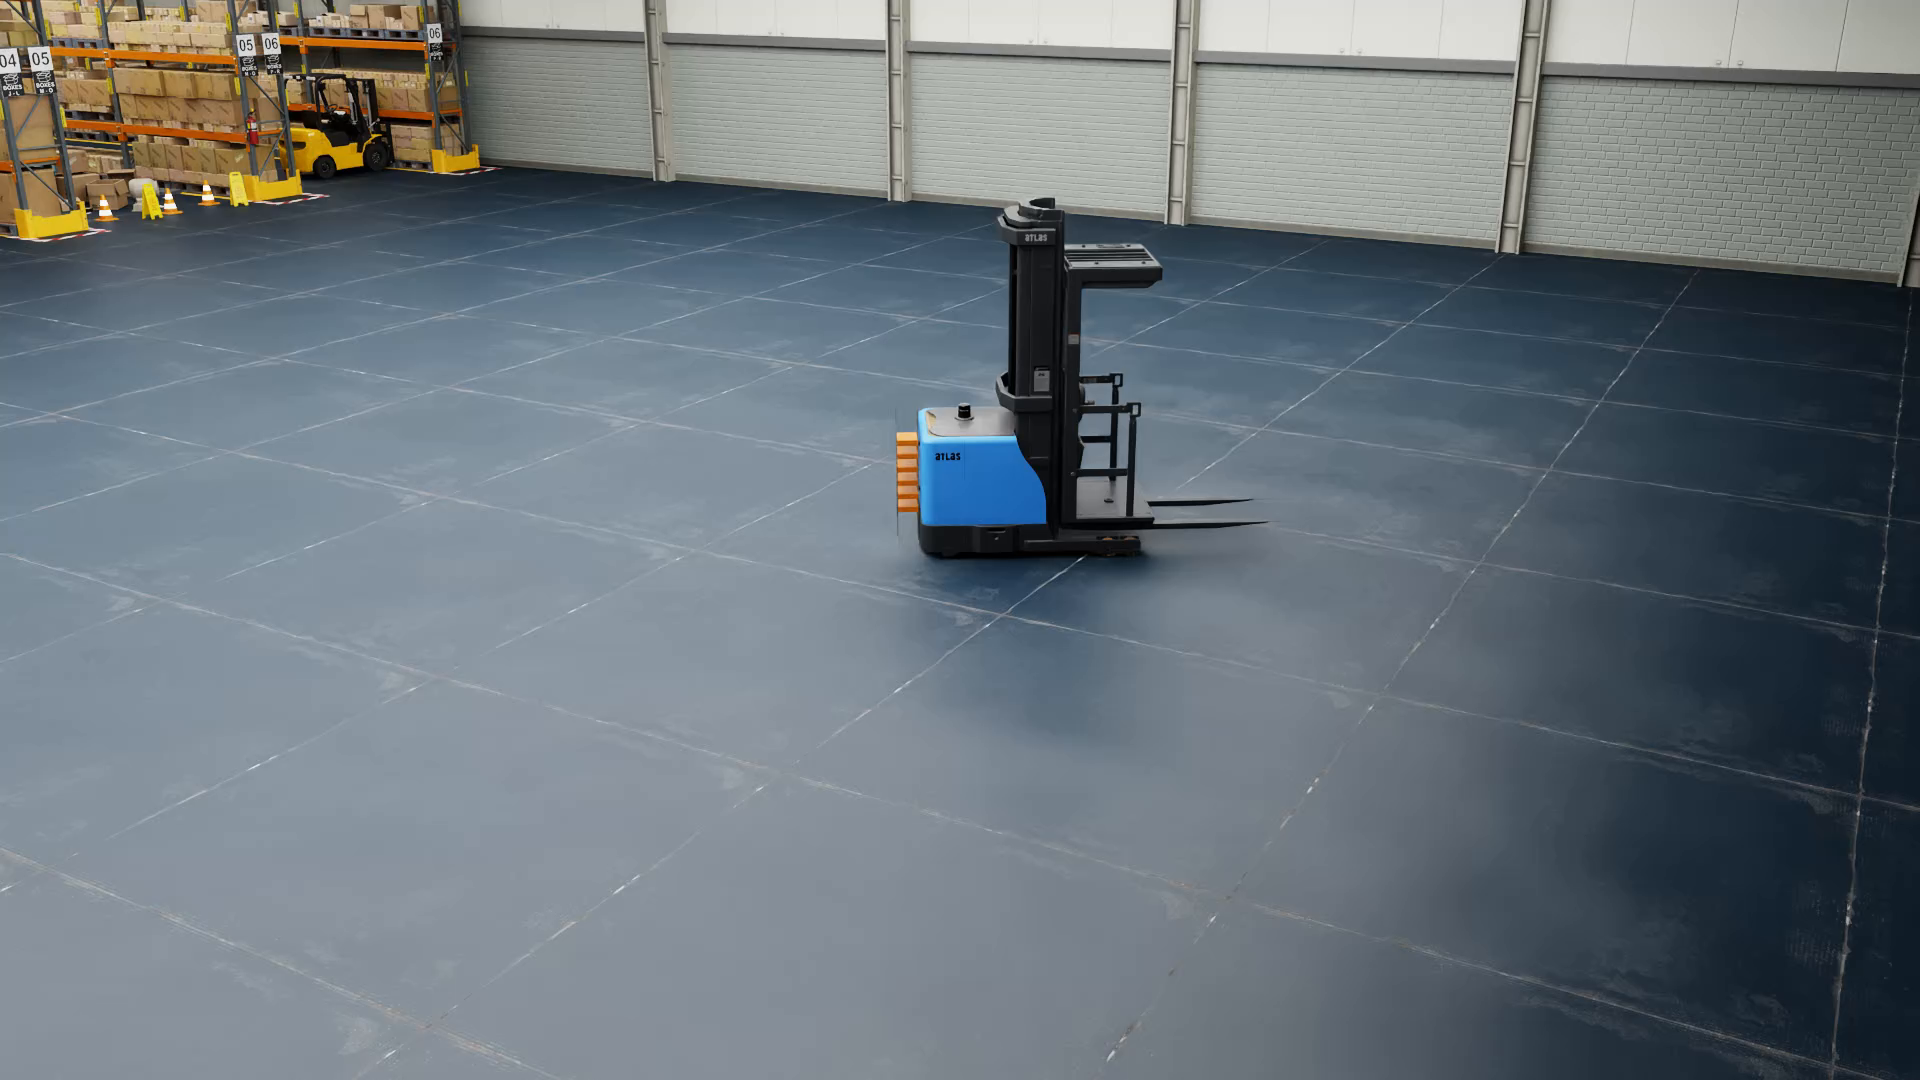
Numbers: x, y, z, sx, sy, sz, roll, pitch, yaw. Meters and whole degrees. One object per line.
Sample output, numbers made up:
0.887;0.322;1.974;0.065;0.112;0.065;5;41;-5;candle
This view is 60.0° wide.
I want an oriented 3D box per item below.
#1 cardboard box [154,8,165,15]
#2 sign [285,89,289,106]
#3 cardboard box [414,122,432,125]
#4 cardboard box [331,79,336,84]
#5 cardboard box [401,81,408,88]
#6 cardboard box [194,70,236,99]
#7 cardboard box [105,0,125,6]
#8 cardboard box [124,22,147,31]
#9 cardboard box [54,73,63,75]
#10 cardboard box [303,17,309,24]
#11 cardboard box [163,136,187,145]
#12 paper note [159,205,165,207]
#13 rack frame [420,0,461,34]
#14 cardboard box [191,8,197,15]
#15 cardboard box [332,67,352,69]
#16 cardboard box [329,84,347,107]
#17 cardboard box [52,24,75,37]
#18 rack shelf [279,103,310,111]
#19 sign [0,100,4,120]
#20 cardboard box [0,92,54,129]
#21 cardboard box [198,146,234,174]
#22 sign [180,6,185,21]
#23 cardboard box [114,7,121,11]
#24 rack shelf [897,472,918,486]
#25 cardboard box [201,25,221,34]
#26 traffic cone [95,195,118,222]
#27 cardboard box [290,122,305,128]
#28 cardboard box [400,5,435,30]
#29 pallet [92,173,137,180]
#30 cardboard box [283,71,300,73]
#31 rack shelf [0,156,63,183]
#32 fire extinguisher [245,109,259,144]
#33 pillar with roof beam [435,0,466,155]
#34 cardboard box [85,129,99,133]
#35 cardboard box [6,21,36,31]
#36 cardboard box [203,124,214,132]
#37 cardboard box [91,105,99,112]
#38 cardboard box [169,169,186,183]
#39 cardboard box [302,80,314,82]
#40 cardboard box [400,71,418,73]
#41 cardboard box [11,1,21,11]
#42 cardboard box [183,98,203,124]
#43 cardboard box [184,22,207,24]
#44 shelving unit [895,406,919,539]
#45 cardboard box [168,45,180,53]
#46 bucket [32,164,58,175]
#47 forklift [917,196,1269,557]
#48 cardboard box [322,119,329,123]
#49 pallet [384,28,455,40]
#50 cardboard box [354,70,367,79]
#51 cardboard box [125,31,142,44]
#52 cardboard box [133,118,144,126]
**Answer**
-19.583;-13.009;40.928;0.250;0.149;0.380;10;22;26;cardboard box
-13.671;-8.974;33.734;0.005;0.325;0.100;11;23;27;sign
-12.283;-9.477;38.340;0.500;0.250;0.500;11;23;27;cardboard box
-14.392;-10.692;38.642;0.250;0.149;0.380;11;23;27;cardboard box
-12.391;-10.305;37.575;0.250;0.149;0.380;11;23;28;cardboard box
-14.926;-9.169;33.491;0.500;0.500;0.700;11;23;28;cardboard box
-21.447;-13.686;42.156;0.258;0.266;0.396;11;23;27;cardboard box
-16.844;-10.507;34.029;0.250;0.149;0.380;10;22;26;cardboard box
-19.930;-10.045;36.756;0.500;0.500;0.500;10;22;26;cardboard box
-15.655;-12.285;39.338;0.250;0.149;0.380;11;23;27;cardboard box
-16.278;-8.287;34.475;0.250;0.149;0.380;12;23;30;cardboard box
-15.731;-6.574;32.742;0.142;0.019;0.148;3;20;9;paper note
-11.518;-12.704;36.488;0.127;3.000;1.000;11;23;27;rack frame
-18.689;-13.025;40.970;0.250;0.149;0.380;10;22;25;cardboard box
-14.584;-11.078;39.268;0.250;0.149;0.380;11;23;27;cardboard box
-14.287;-10.363;38.685;0.500;0.500;0.500;11;23;28;cardboard box
-18.892;-10.832;35.332;0.500;0.250;0.500;11;23;28;cardboard box
-16.756;-10.543;40.385;4.000;0.370;1.077;11;23;27;rack shelf
-16.538;-7.411;28.650;0.005;0.325;0.100;11;23;27;sign
-16.566;-7.566;29.319;0.550;0.550;0.875;11;23;27;cardboard box
-15.219;-7.804;34.095;0.500;0.500;0.500;12;23;29;cardboard box
-18.768;-12.706;40.135;0.005;0.325;0.100;11;23;27;sign
-20.789;-13.182;41.374;0.250;0.149;0.380;11;23;28;cardboard box
-0.456;-0.509;14.437;0.180;0.103;0.258;-1;20;-3;rack shelf
-14.813;-10.132;32.996;0.250;0.149;0.380;11;22;27;cardboard box
-16.032;-6.234;31.169;0.334;0.463;0.336;11;23;27;traffic cone
-15.471;-9.714;39.909;0.625;0.625;0.875;12;23;30;cardboard box
-12.023;-11.586;36.897;0.500;0.500;0.500;12;23;29;cardboard box
-18.108;-7.889;36.101;1.213;0.211;1.003;11;23;27;pallet
-16.076;-11.211;40.071;0.250;0.149;0.380;11;23;27;cardboard box
-18.007;-6.909;30.367;4.000;0.370;1.077;11;23;27;rack shelf
-14.060;-8.213;33.019;0.183;0.674;0.296;11;23;27;fire extinguisher
-13.786;-11.806;34.014;0.400;9.000;9.100;11;23;27;pillar with roof beam
-22.624;-10.742;43.442;0.250;0.149;0.380;10;22;26;cardboard box
-16.397;-8.977;29.048;0.250;0.149;0.380;11;23;28;cardboard box
-15.094;-8.378;33.728;0.250;0.149;0.380;11;23;28;cardboard box
-18.233;-9.203;35.386;0.250;0.149;0.380;10;22;26;cardboard box
-16.108;-7.624;34.698;0.500;0.250;0.500;10;22;27;cardboard box
-15.416;-10.892;39.192;0.250;0.149;0.380;12;23;29;cardboard box
-12.607;-10.670;38.145;0.250;0.149;0.380;12;23;29;cardboard box
-24.341;-13.941;43.348;0.500;0.250;0.500;10;22;26;cardboard box
-15.414;-8.769;33.857;0.500;0.500;0.500;11;23;27;cardboard box
-15.644;-10.520;34.067;0.250;0.149;0.380;11;23;28;cardboard box
-0.456;-0.551;14.421;0.189;1.200;0.258;-1;20;-3;shelving unit
-15.746;-9.916;33.569;0.250;0.149;0.380;10;22;27;cardboard box
-18.510;-7.420;33.290;0.726;0.611;0.620;-16;16;-38;bucket
1.152;-1.411;14.253;3.031;2.935;1.130;-1;20;-3;forklift
-14.741;-9.750;39.093;0.500;0.250;0.500;10;22;26;cardboard box
-12.122;-11.378;37.360;1.213;0.211;1.003;11;23;27;pallet
-13.713;-10.709;38.252;0.250;0.149;0.380;11;23;27;cardboard box
-16.722;-10.312;34.078;0.500;0.250;0.500;11;22;27;cardboard box
-17.063;-8.778;34.832;0.250;0.149;0.380;12;23;29;cardboard box
